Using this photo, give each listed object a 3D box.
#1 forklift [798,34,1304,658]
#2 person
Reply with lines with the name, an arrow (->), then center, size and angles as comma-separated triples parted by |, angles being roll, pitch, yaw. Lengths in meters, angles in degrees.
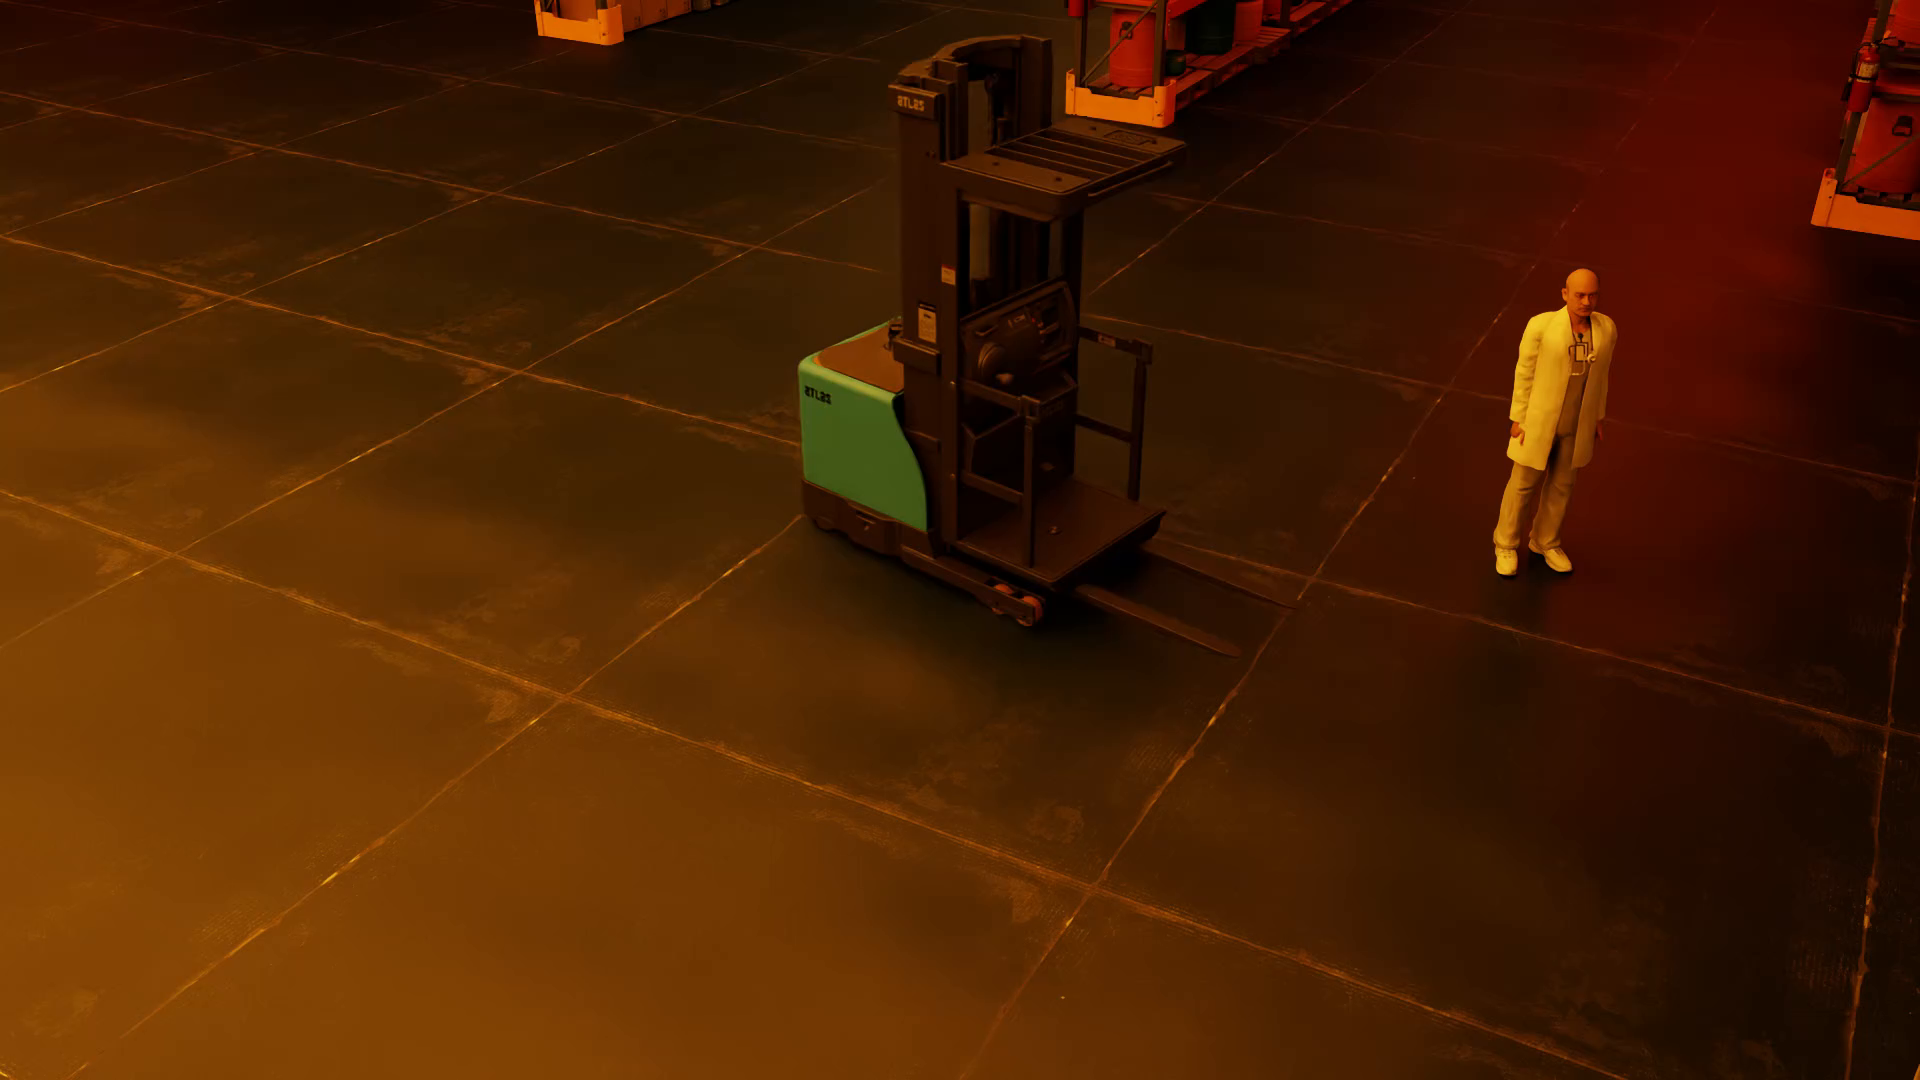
forklift -> 0.486, -1.091, 8.962 | 3.031, 2.935, 1.130 | 23, 37, 34
person -> 3.374, -0.649, 9.345 | 0.551, 1.782, 0.393 | -3, 30, -5
